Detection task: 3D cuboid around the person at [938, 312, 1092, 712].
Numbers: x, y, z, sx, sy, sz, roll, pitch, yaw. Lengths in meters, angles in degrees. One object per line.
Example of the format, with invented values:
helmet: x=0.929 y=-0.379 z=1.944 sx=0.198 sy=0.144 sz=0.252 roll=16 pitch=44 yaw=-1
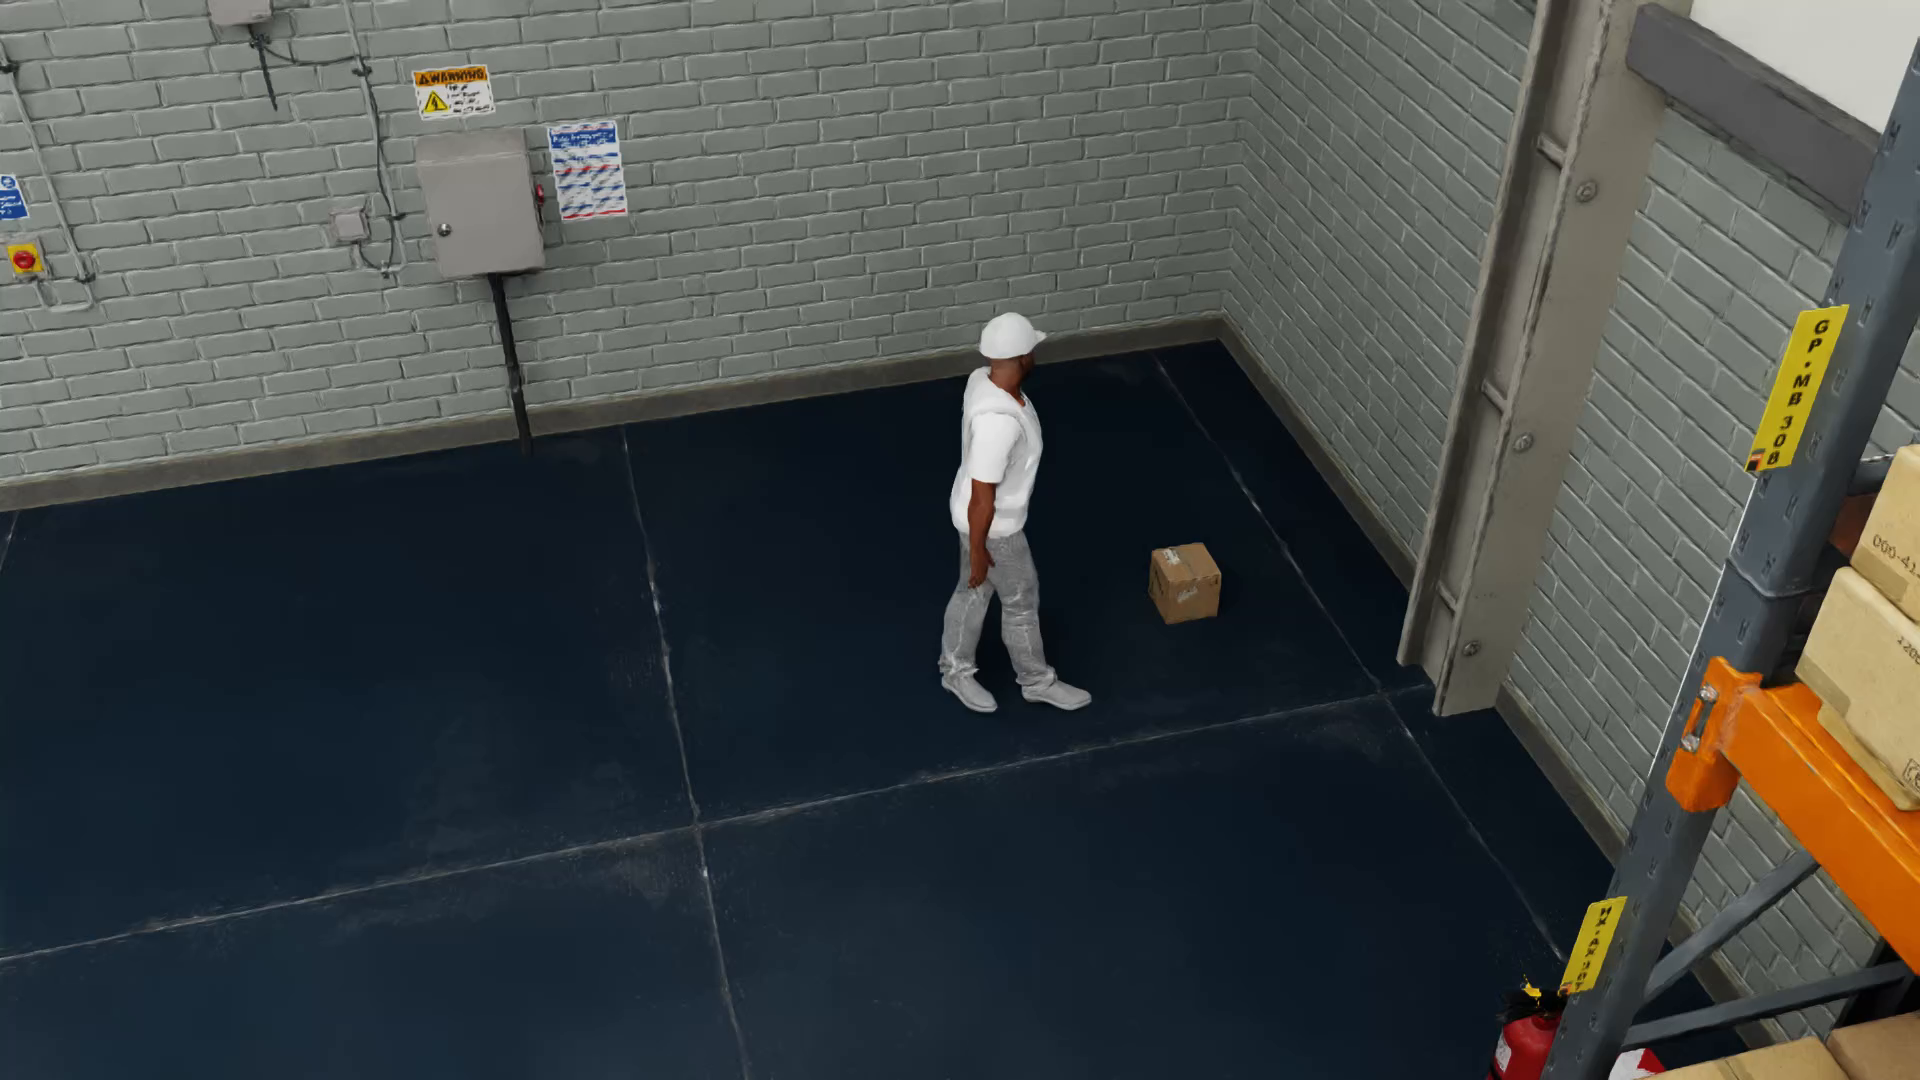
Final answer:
person: x=0.236 y=-0.098 z=6.815 sx=0.669 sy=1.752 sz=0.667 roll=0 pitch=38 yaw=0
